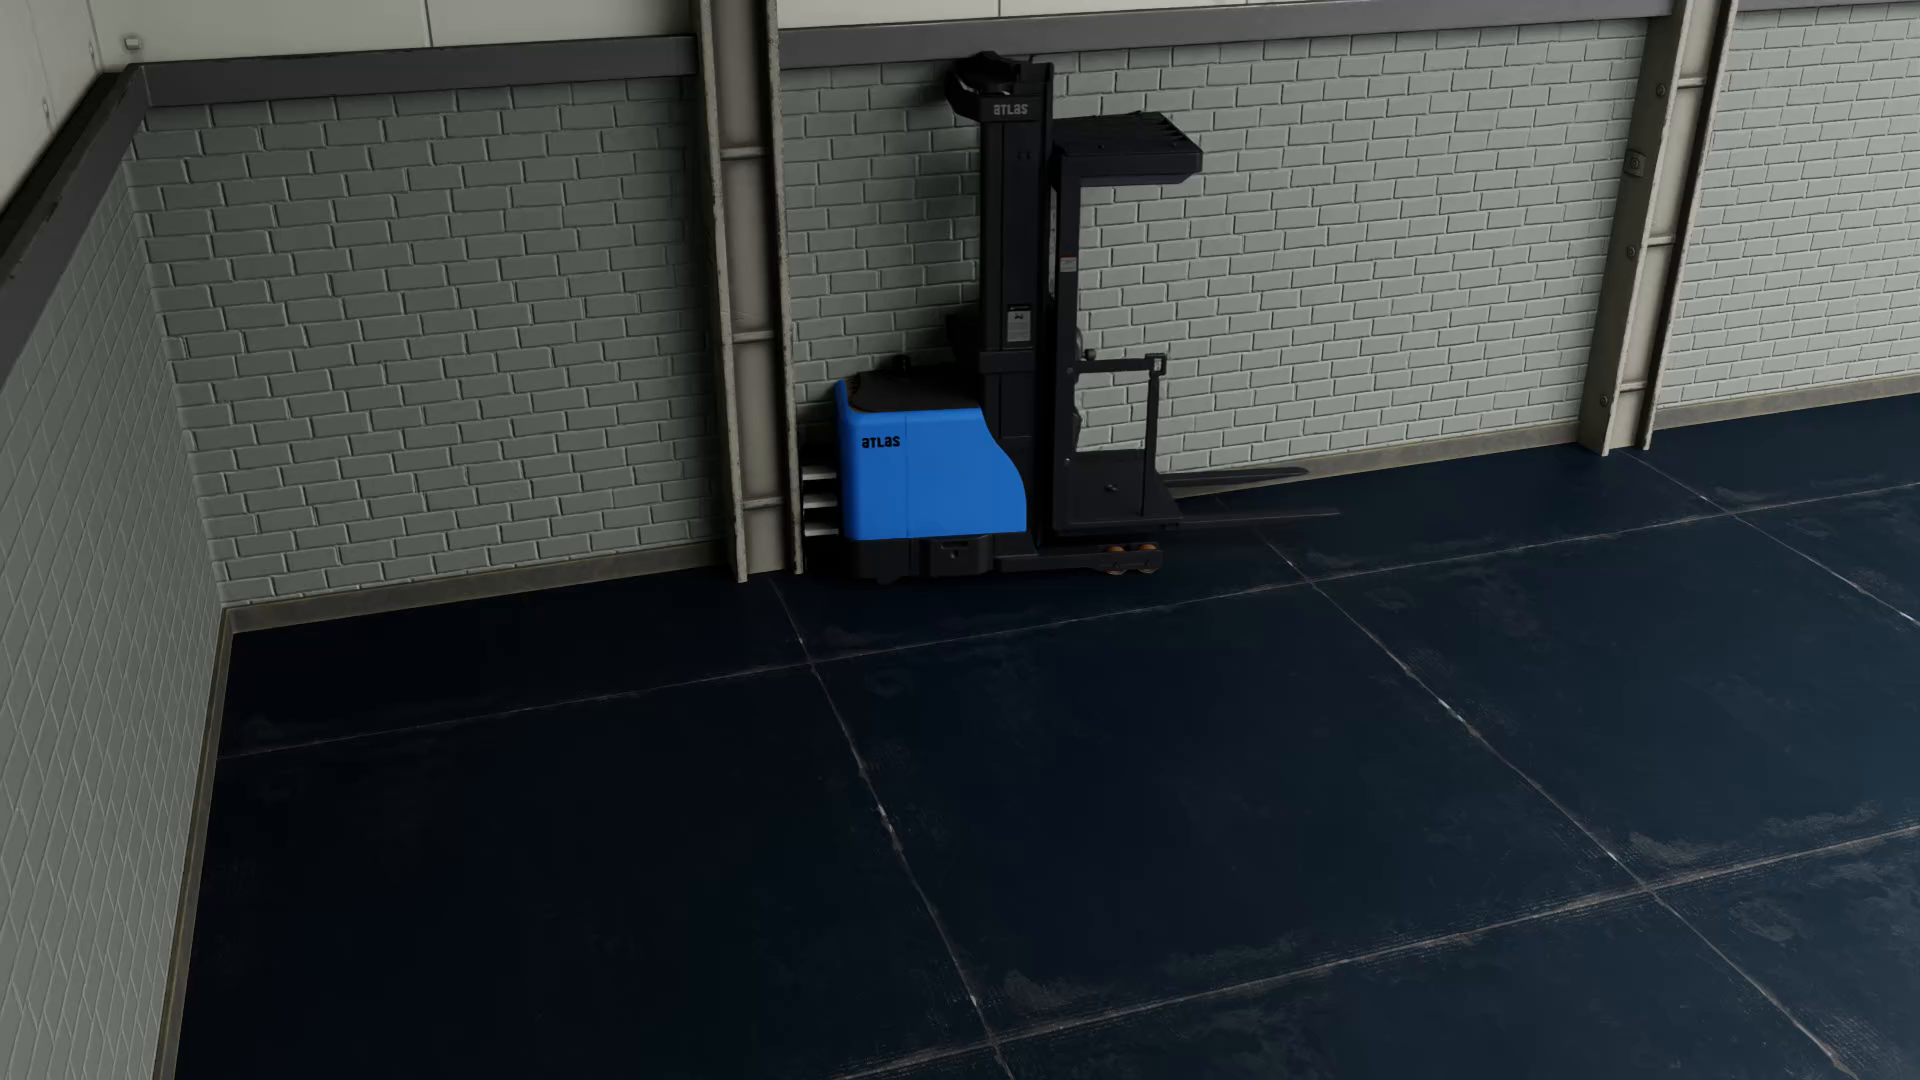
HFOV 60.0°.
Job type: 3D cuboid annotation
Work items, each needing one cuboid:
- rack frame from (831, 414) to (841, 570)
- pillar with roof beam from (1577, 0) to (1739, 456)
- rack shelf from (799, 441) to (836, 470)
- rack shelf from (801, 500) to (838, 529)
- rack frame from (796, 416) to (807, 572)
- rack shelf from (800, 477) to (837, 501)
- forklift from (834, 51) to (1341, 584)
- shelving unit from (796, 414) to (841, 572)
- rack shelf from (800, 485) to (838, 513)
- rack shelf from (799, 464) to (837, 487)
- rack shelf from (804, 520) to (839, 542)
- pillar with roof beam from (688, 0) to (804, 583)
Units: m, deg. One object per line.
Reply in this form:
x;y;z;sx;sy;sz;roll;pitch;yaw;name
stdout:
-0.732;-0.279;9.801;0.006;0.900;0.240;-4;27;-8;rack frame
5.876;-2.878;5.928;0.400;9.000;9.100;-8;28;-16;pillar with roof beam
-0.832;-0.484;9.681;0.200;0.077;0.258;-4;27;-8;rack shelf
-0.832;-0.162;9.841;0.200;0.077;0.258;-4;27;-8;rack shelf
-0.933;-0.265;9.772;0.006;0.900;0.240;-4;27;-8;rack frame
-0.832;-0.323;9.761;0.200;0.077;0.258;-4;27;-8;rack shelf
0.766;-1.335;9.644;3.031;2.935;1.130;-3;27;-7;forklift
-0.832;-0.272;9.786;0.210;0.900;0.258;-4;27;-8;shelving unit
-0.832;-0.242;9.801;0.200;0.077;0.258;-4;27;-8;rack shelf
-0.832;-0.404;9.721;0.200;0.077;0.258;-4;27;-8;rack shelf
-0.832;-0.081;9.881;0.200;0.077;0.258;-4;27;-8;rack shelf
0.171;-2.052;4.263;0.400;9.000;9.100;-8;28;-16;pillar with roof beam
